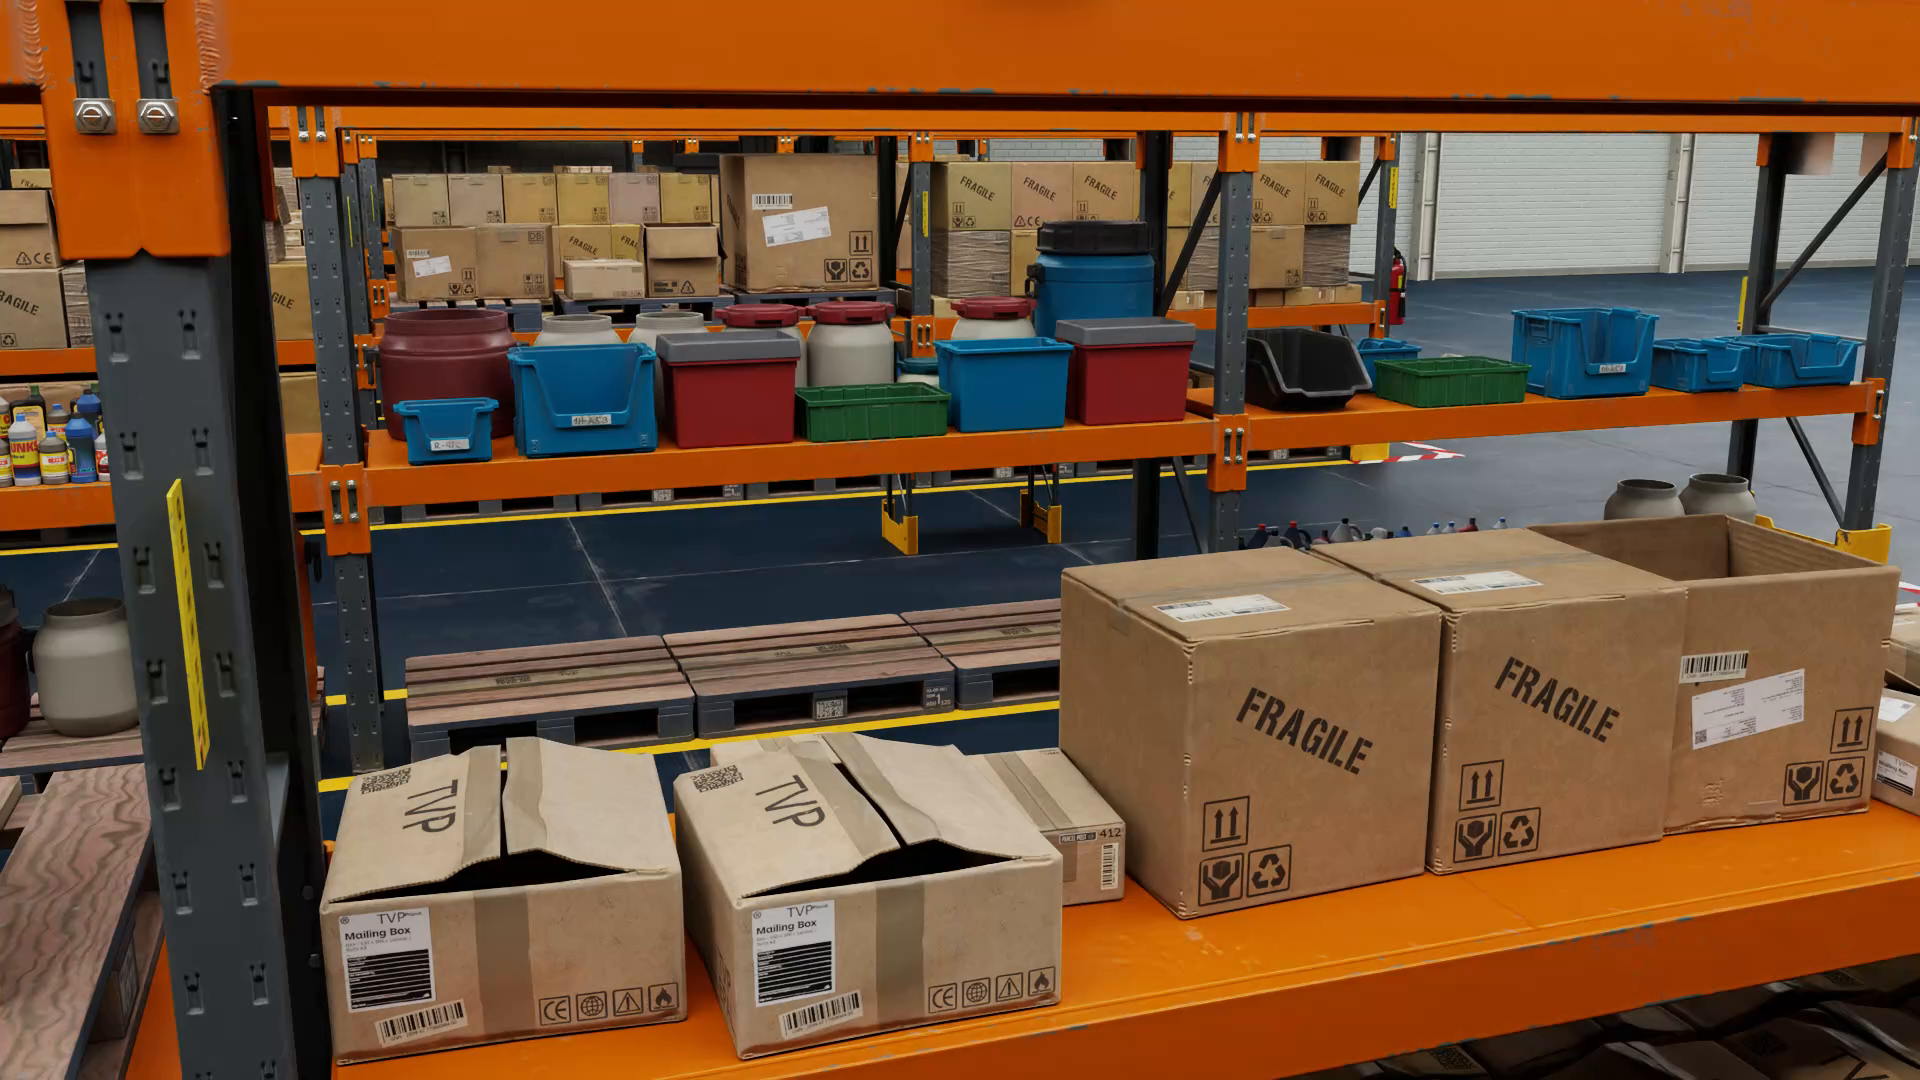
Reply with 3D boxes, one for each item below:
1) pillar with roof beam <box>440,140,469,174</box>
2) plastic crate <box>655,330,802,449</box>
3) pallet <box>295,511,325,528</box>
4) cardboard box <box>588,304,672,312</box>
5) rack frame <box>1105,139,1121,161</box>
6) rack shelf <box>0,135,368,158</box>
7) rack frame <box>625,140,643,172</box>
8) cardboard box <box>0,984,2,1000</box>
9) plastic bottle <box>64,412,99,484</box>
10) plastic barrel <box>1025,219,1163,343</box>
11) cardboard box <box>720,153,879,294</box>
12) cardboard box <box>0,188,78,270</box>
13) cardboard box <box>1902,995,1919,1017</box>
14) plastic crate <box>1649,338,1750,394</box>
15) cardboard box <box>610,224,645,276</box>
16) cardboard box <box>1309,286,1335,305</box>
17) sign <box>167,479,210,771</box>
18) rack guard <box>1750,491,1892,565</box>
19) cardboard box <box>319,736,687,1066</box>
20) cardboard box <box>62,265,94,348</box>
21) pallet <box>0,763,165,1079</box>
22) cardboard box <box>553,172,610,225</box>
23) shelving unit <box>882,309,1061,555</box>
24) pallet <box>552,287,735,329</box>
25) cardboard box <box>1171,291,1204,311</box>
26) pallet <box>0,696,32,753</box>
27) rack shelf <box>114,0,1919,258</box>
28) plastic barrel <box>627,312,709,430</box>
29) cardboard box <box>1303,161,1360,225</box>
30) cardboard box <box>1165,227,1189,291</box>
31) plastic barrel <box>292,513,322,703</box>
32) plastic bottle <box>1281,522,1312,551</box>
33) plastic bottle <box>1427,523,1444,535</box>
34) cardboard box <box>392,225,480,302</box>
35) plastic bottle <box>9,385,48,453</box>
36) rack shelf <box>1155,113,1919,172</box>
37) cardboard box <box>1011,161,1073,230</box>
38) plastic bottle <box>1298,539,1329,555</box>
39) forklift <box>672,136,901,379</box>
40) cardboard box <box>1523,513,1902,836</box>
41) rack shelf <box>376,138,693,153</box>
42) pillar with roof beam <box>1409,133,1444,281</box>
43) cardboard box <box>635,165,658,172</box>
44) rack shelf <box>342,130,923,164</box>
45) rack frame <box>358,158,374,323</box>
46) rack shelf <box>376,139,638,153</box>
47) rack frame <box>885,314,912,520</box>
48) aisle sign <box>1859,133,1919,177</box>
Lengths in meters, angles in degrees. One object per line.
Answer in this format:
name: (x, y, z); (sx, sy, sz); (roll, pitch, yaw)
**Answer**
pillar with roof beam: (-6.654, -7.199, 21.963); (0.400, 9.000, 9.100); (-4, 14, -18)
plastic crate: (-1.019, -0.666, 7.323); (0.583, 0.464, 0.402); (-4, 14, -18)
pallet: (-4.999, -0.271, 11.825); (1.213, 0.211, 1.003); (-4, 14, -18)
cardboard box: (-3.398, -2.033, 17.164); (0.750, 0.750, 1.050); (-4, 14, -18)
rack frame: (1.868, -3.355, 18.765); (0.127, 3.000, 1.000); (-4, 14, -18)
rack shelf: (-7.609, -3.726, 15.398); (4.000, 0.370, 1.077); (-4, 14, -18)
rack frame: (-5.184, -5.226, 26.632); (0.127, 3.000, 1.000); (-4, 14, -18)
cardboard box: (-1.633, 0.322, 2.183); (0.500, 0.500, 0.700); (-10, 17, -37)
plastic bottle: (-3.414, -0.361, 6.456); (0.097, 0.271, 0.097); (0, 13, 0)
plastic barrel: (0.680, -1.160, 8.453); (0.708, 0.901, 0.600); (-4, 14, -18)
cardboard box: (-1.234, -2.433, 12.683); (1.000, 1.000, 1.000); (-4, 14, -18)
cardboard box: (-6.178, -2.057, 10.924); (0.637, 0.503, 0.797); (-4, 14, -16)
cardboard box: (2.427, 1.162, 3.598); (0.500, 0.311, 0.500); (-4, 14, -18)
plastic crate: (3.938, -0.952, 8.983); (0.408, 0.251, 0.499); (-4, 14, -18)
cardboard box: (-3.290, -2.936, 16.790); (0.500, 0.500, 0.500); (-4, 14, -17)
cardboard box: (2.913, -2.053, 13.833); (0.250, 0.149, 0.380); (-4, 14, -18)
sign: (-0.890, 0.097, 1.920); (0.005, 0.325, 0.100); (-4, 14, -18)
rack guard: (4.877, 0.059, 9.815); (0.348, 0.500, 1.175); (-4, 14, -18)
cardboard box: (-0.713, 0.530, 2.625); (0.500, 0.311, 0.500); (-4, 14, -15)
cardboard box: (-5.582, -1.552, 10.971); (0.500, 0.500, 0.500); (-5, 14, -20)
pallet: (-1.692, 0.663, 2.289); (1.003, 0.211, 1.213); (-4, 14, -18)
cardboard box: (-3.836, -3.444, 16.763); (0.500, 0.500, 0.700); (-5, 14, -19)
shelving unit: (0.072, -0.735, 10.993); (1.083, 1.500, 0.587); (-4, 14, -18)
pallet: (-2.365, -1.731, 12.352); (1.213, 0.211, 1.003); (-4, 14, -18)
cardboard box: (1.762, -1.937, 13.348); (0.250, 0.149, 0.380); (-4, 14, -18)
pallet: (-4.536, 0.930, 6.775); (1.213, 0.211, 1.003); (-4, 14, -18)
rack shelf: (0.824, -0.753, 2.899); (4.000, 0.370, 1.077); (-4, 14, -18)
plastic barrel: (-1.342, -0.791, 7.745); (0.421, 0.512, 0.421); (0, 13, 0)
cardboard box: (2.912, -2.844, 13.600); (0.500, 0.500, 0.500); (-4, 14, -18)
cardboard box: (1.424, -2.293, 13.443); (0.500, 0.500, 0.875); (-4, 14, -18)
plastic barrel: (-3.106, 0.309, 7.146); (0.708, 0.830, 0.600); (-4, 14, -18)
plastic bottle: (1.843, 0.072, 9.133); (0.185, 0.351, 0.144); (-5, 14, -21)
plastic bottle: (2.697, 0.038, 9.445); (0.097, 0.271, 0.097); (0, 13, 0)
cardboard box: (-3.729, -1.971, 11.822); (0.500, 0.500, 0.500); (-6, 15, -25)
plastic bottle: (-3.960, -0.514, 7.073); (0.133, 0.283, 0.061); (-4, 14, -18)
rack shelf: (3.039, -2.135, 8.709); (4.000, 0.370, 1.077); (-4, 14, -18)
cardboard box: (0.544, -2.659, 12.819); (0.500, 0.500, 0.500); (-4, 14, -18)
plastic bottle: (1.915, 0.139, 9.012); (0.135, 0.276, 0.152); (-4, 14, -18)
forklift: (-1.935, -2.531, 15.451); (3.031, 2.935, 1.130); (12, 18, 41)
cardboard box: (1.487, 0.252, 3.385); (0.500, 0.500, 0.500); (-3, 14, -14)
rack shelf: (-5.493, -5.099, 21.172); (4.000, 0.370, 1.077); (-4, 14, -18)
pillar with roof beam: (10.406, -8.528, 27.548); (0.400, 9.000, 9.100); (-4, 14, -18)
cardboard box: (-4.156, -4.894, 22.067); (0.250, 0.149, 0.380); (-5, 14, -18)
rack shelf: (-2.332, -2.926, 12.034); (4.000, 0.370, 1.077); (-4, 14, -18)
rack frame: (-7.388, -3.843, 20.815); (0.127, 3.000, 1.000); (-4, 14, -18)
rack shelf: (-7.079, -6.188, 25.747); (4.000, 0.370, 1.077); (-4, 14, -18)
rack frame: (-0.401, -0.698, 10.838); (0.032, 1.500, 0.500); (-4, 14, -18)
aisle sign: (5.097, -2.378, 9.041); (0.004, 0.787, 0.394); (-4, 14, -18)
